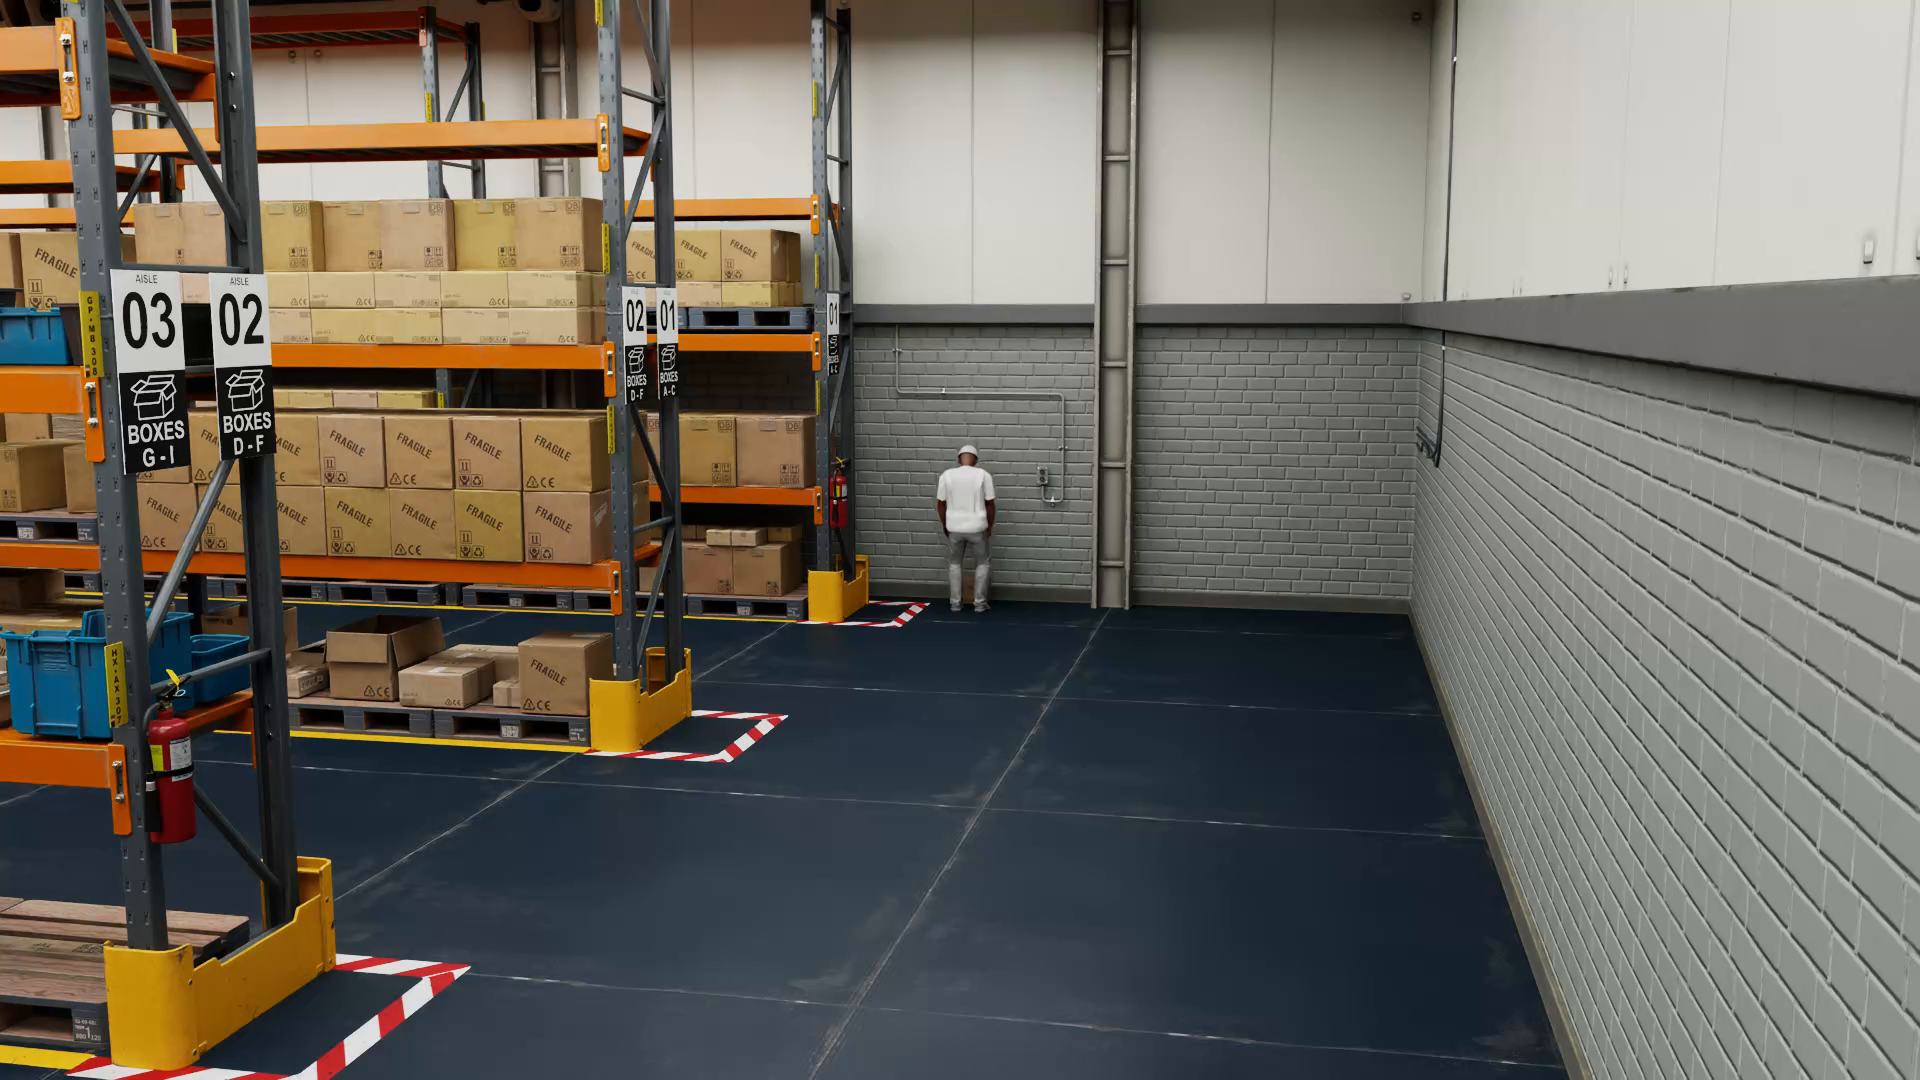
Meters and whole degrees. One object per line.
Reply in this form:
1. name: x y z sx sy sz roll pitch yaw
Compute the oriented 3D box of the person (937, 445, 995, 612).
1. person: 0.063 -0.120 16.911 0.602 1.681 0.511 2 8 13
